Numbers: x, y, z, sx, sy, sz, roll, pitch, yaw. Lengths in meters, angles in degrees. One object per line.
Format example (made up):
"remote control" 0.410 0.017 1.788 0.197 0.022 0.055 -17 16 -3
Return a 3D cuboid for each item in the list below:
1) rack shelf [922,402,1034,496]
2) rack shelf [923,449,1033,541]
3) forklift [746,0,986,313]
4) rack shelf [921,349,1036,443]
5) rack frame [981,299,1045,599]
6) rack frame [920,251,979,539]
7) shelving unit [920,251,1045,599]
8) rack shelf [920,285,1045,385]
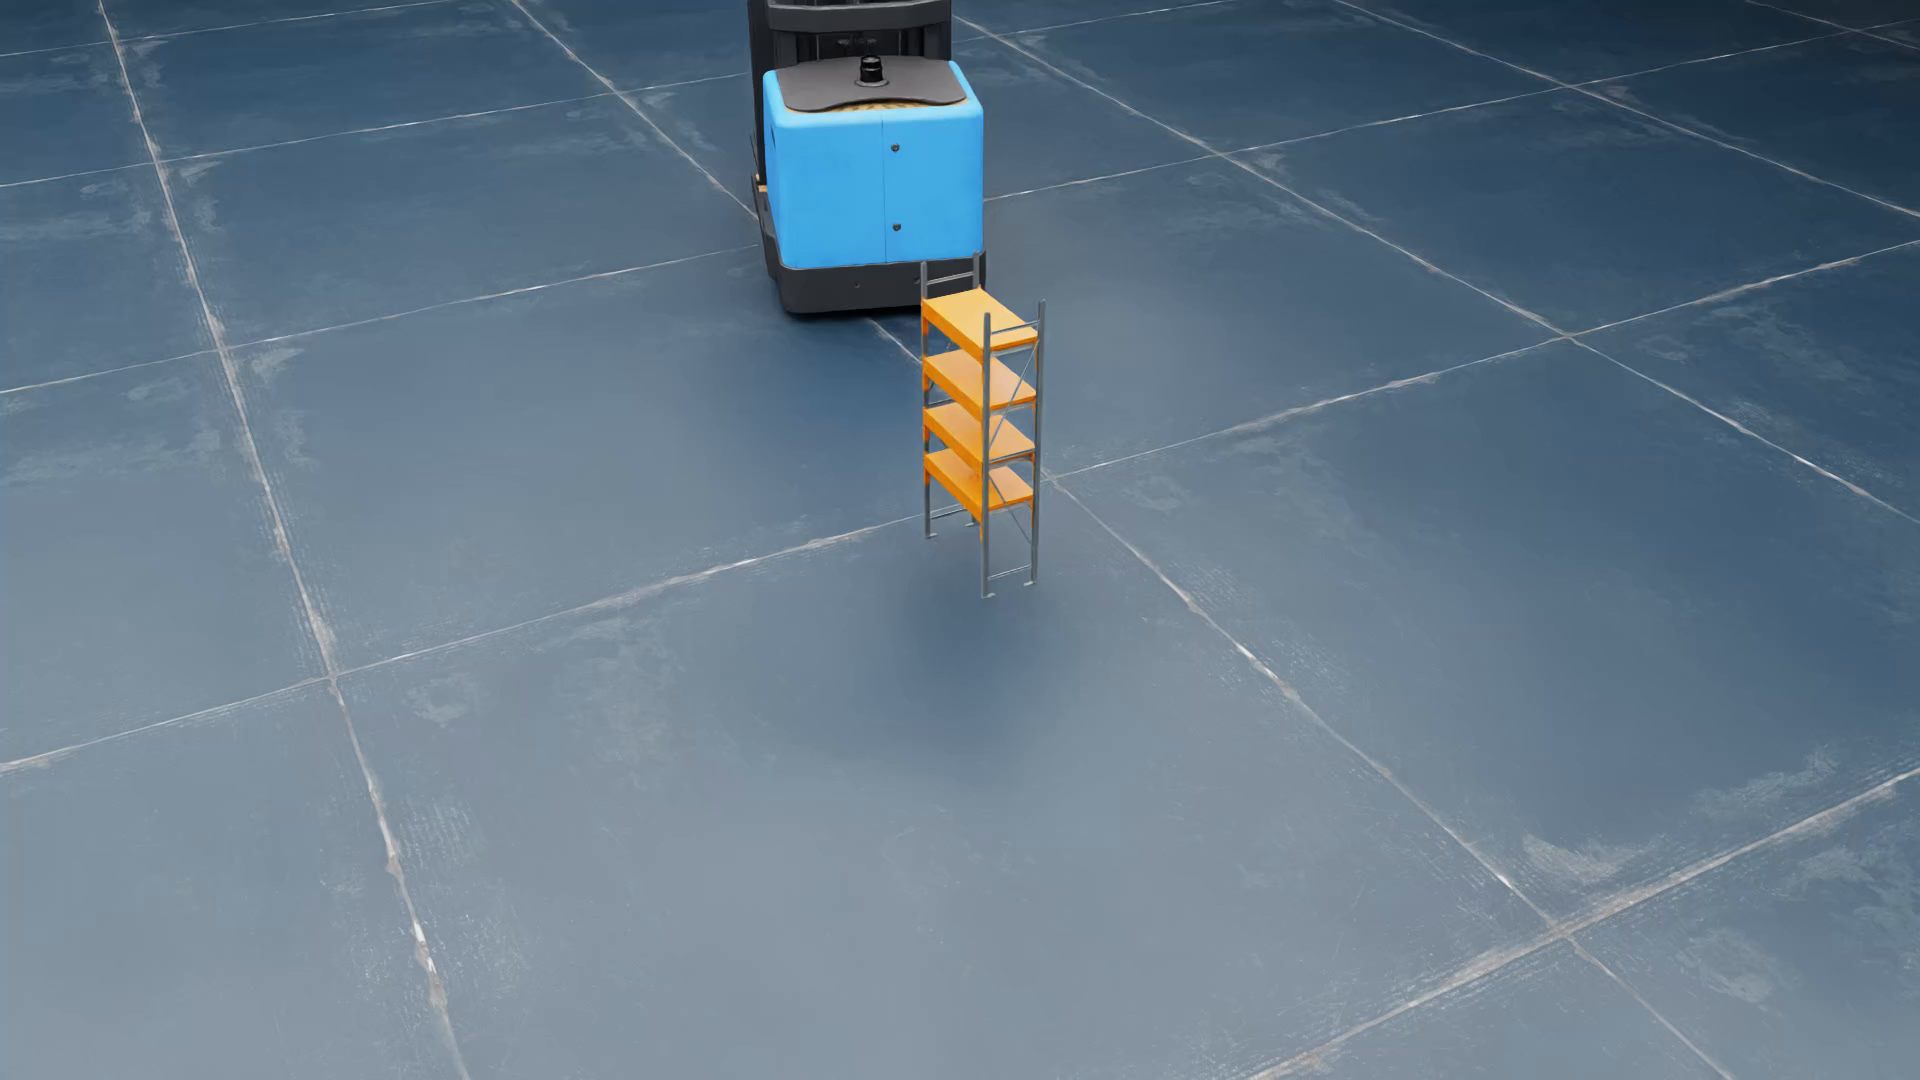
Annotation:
"rack shelf" 0.077 -0.370 6.339 0.258 0.148 0.480 -16 36 -23
"rack shelf" 0.077 -0.202 6.446 0.258 0.148 0.480 -16 36 -23
"forklift" -0.633 -3.163 8.969 1.130 2.935 3.031 -5 33 -8
"rack shelf" 0.077 -0.558 6.219 0.258 0.148 0.480 -16 36 -23
"rack frame" 0.191 -0.310 6.121 0.240 1.200 0.015 -16 36 -23
"rack frame" -0.037 -0.543 6.485 0.240 1.200 0.015 -16 36 -23
"shelving unit" 0.077 -0.426 6.303 0.258 1.200 0.503 -16 36 -23
"rack shelf" 0.077 -0.757 6.091 0.258 0.148 0.480 -16 36 -23
